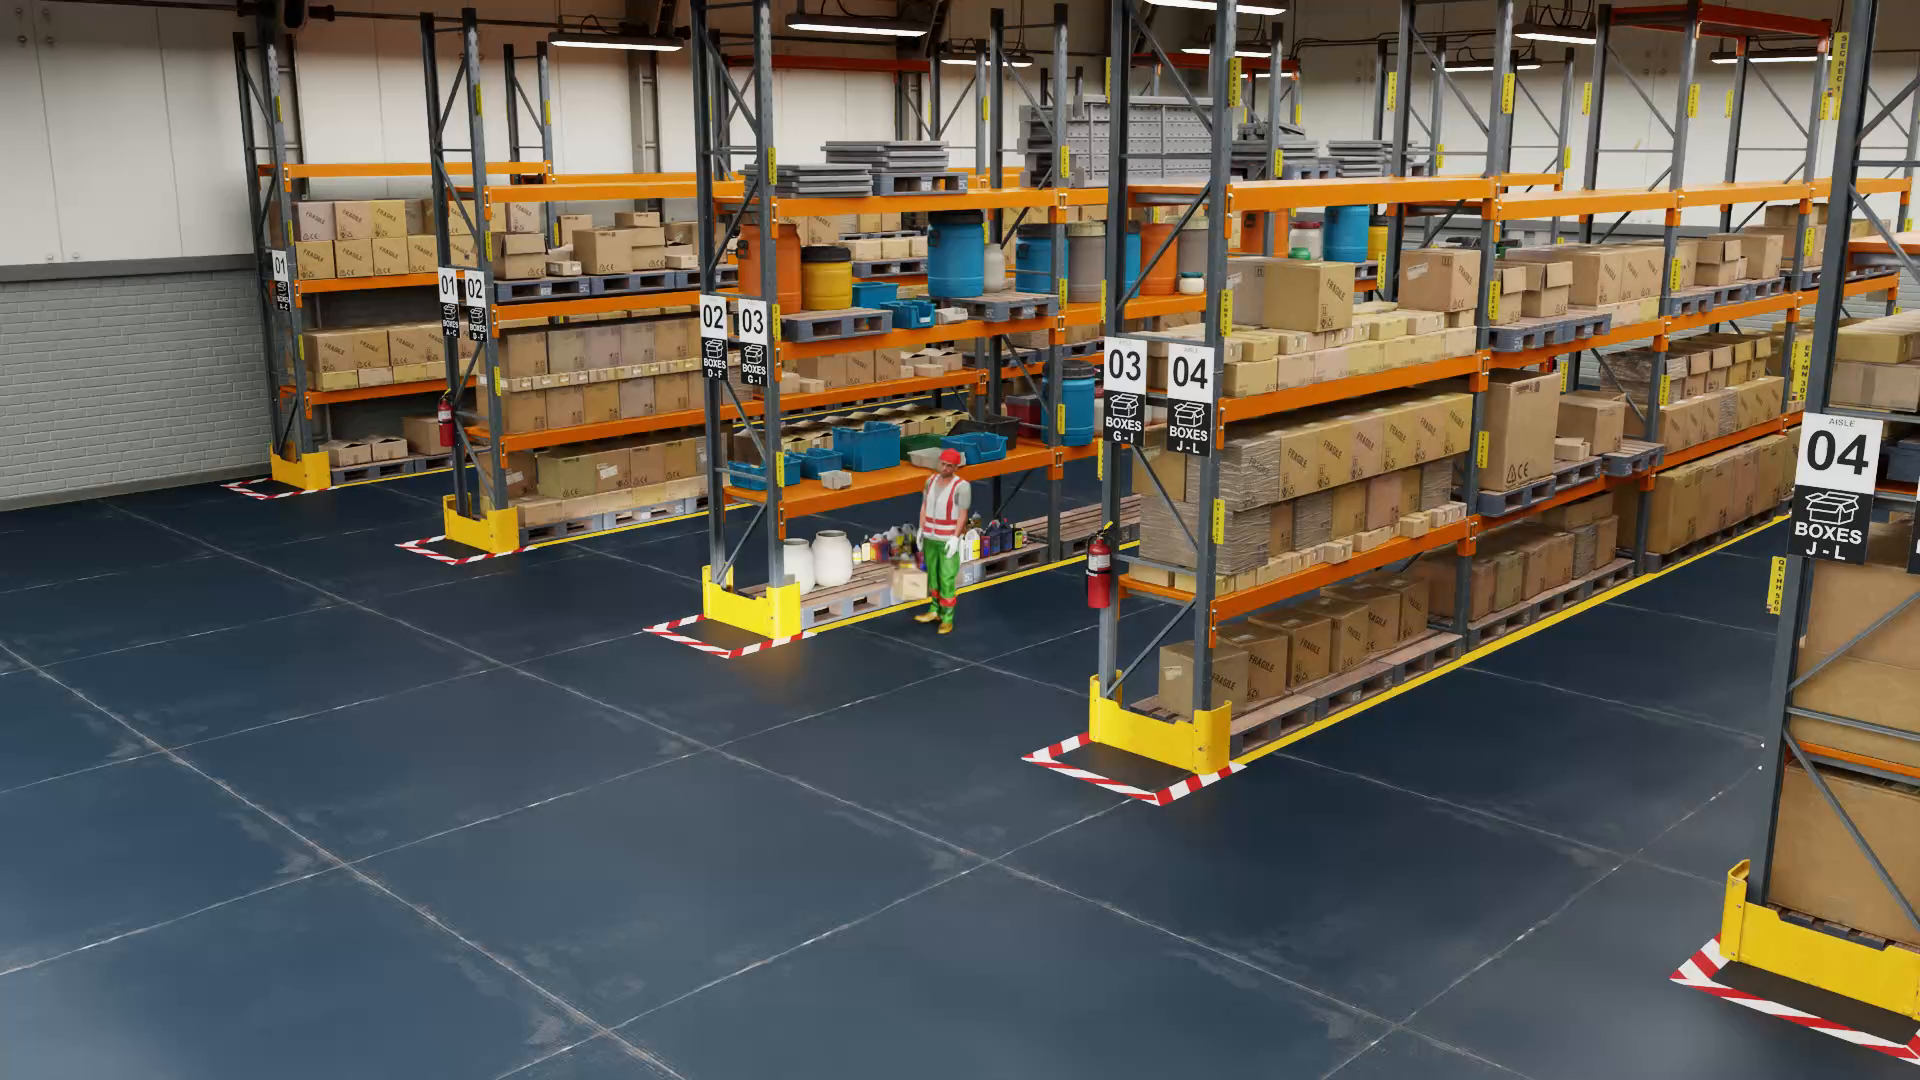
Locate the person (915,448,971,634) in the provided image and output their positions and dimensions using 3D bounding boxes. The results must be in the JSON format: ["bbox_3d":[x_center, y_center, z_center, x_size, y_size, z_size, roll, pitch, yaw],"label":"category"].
[{"bbox_3d":[-0.196,-0.014,16.010,0.622,1.786,0.466,10,17,37],"label":"person"}]
